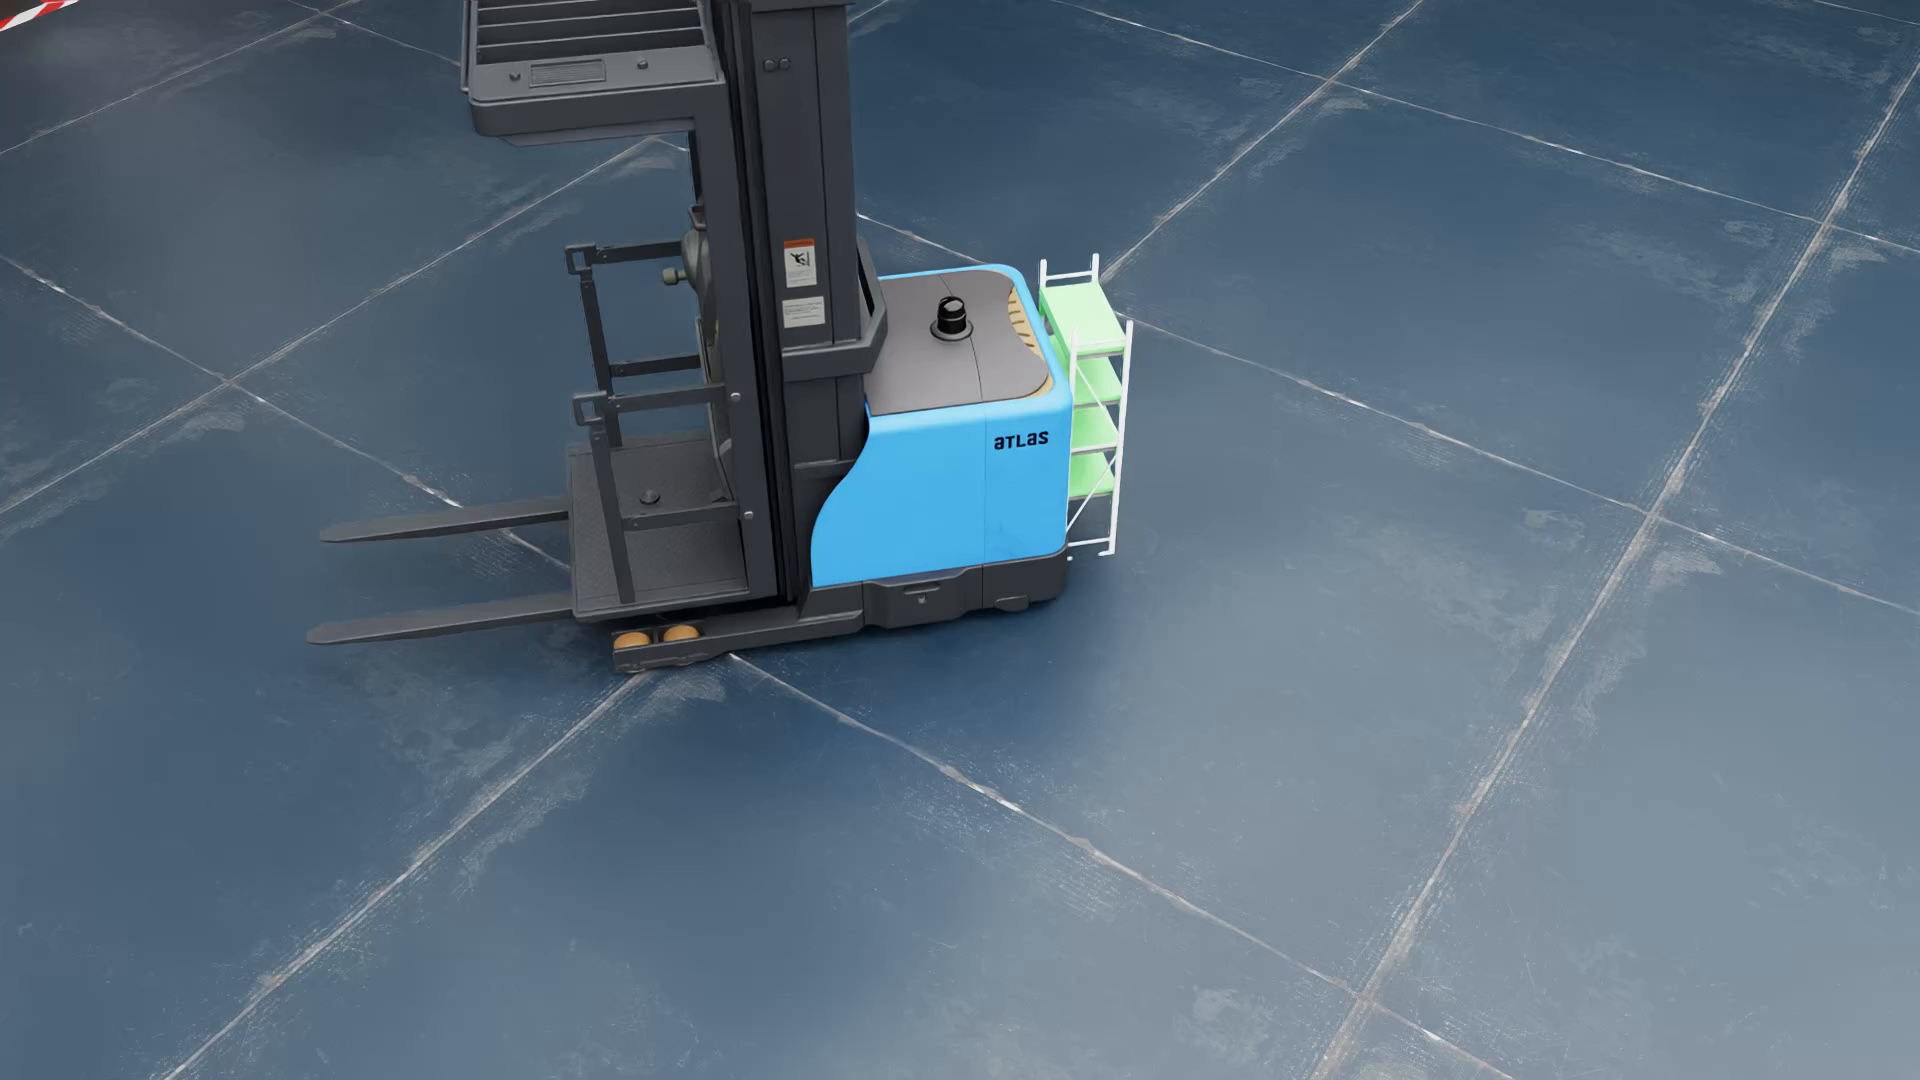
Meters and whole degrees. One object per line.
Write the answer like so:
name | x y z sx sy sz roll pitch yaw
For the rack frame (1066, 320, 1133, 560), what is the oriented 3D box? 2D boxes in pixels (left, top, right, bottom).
rack frame | 0.546 -0.376 6.771 0.240 1.200 0.015 -8 42 -9

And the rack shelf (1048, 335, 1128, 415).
rack shelf | 0.495 -0.666 6.831 0.258 0.148 0.480 -8 42 -9

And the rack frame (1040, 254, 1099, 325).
rack frame | 0.444 -0.694 7.126 0.240 1.200 0.015 -8 42 -9

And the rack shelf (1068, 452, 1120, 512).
rack shelf | 0.495 -0.309 7.151 0.258 0.148 0.480 -8 42 -9

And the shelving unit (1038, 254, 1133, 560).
shelving unit | 0.495 -0.535 6.948 0.258 1.200 0.503 -8 42 -9

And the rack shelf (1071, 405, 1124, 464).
rack shelf | 0.495 -0.488 6.991 0.258 0.148 0.480 -8 42 -9

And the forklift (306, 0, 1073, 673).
forklift | -1.126 -0.947 6.111 3.031 2.935 1.130 -8 42 -9

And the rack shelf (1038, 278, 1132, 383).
rack shelf | 0.495 -0.845 6.671 0.258 0.148 0.480 -8 42 -9
